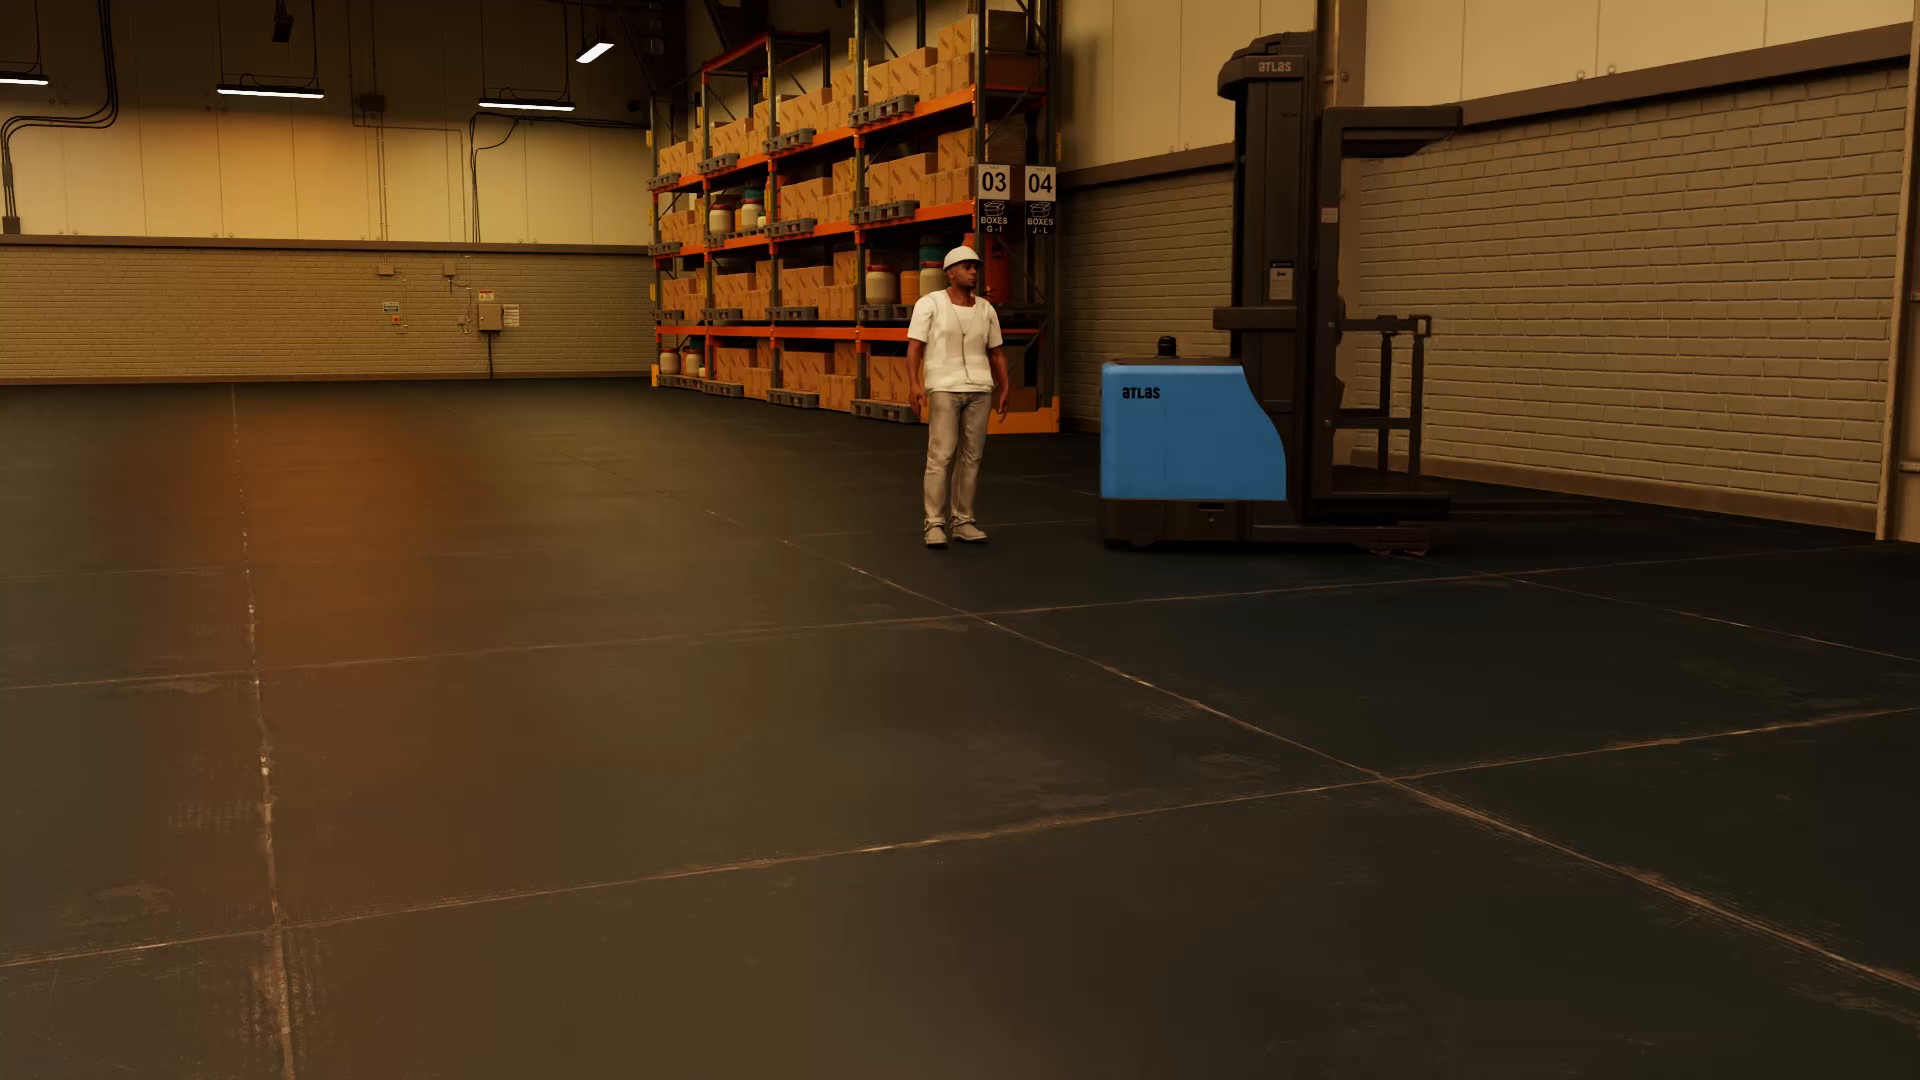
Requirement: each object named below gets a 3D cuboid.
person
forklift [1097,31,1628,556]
[{"bbox_3d":[0.024,-0.874,9.971,0.665,1.769,0.574,-3,8,-23],"label":"person"},{"bbox_3d":[2.352,-1.435,9.828,3.031,2.935,1.130,1,8,4],"label":"forklift"}]
